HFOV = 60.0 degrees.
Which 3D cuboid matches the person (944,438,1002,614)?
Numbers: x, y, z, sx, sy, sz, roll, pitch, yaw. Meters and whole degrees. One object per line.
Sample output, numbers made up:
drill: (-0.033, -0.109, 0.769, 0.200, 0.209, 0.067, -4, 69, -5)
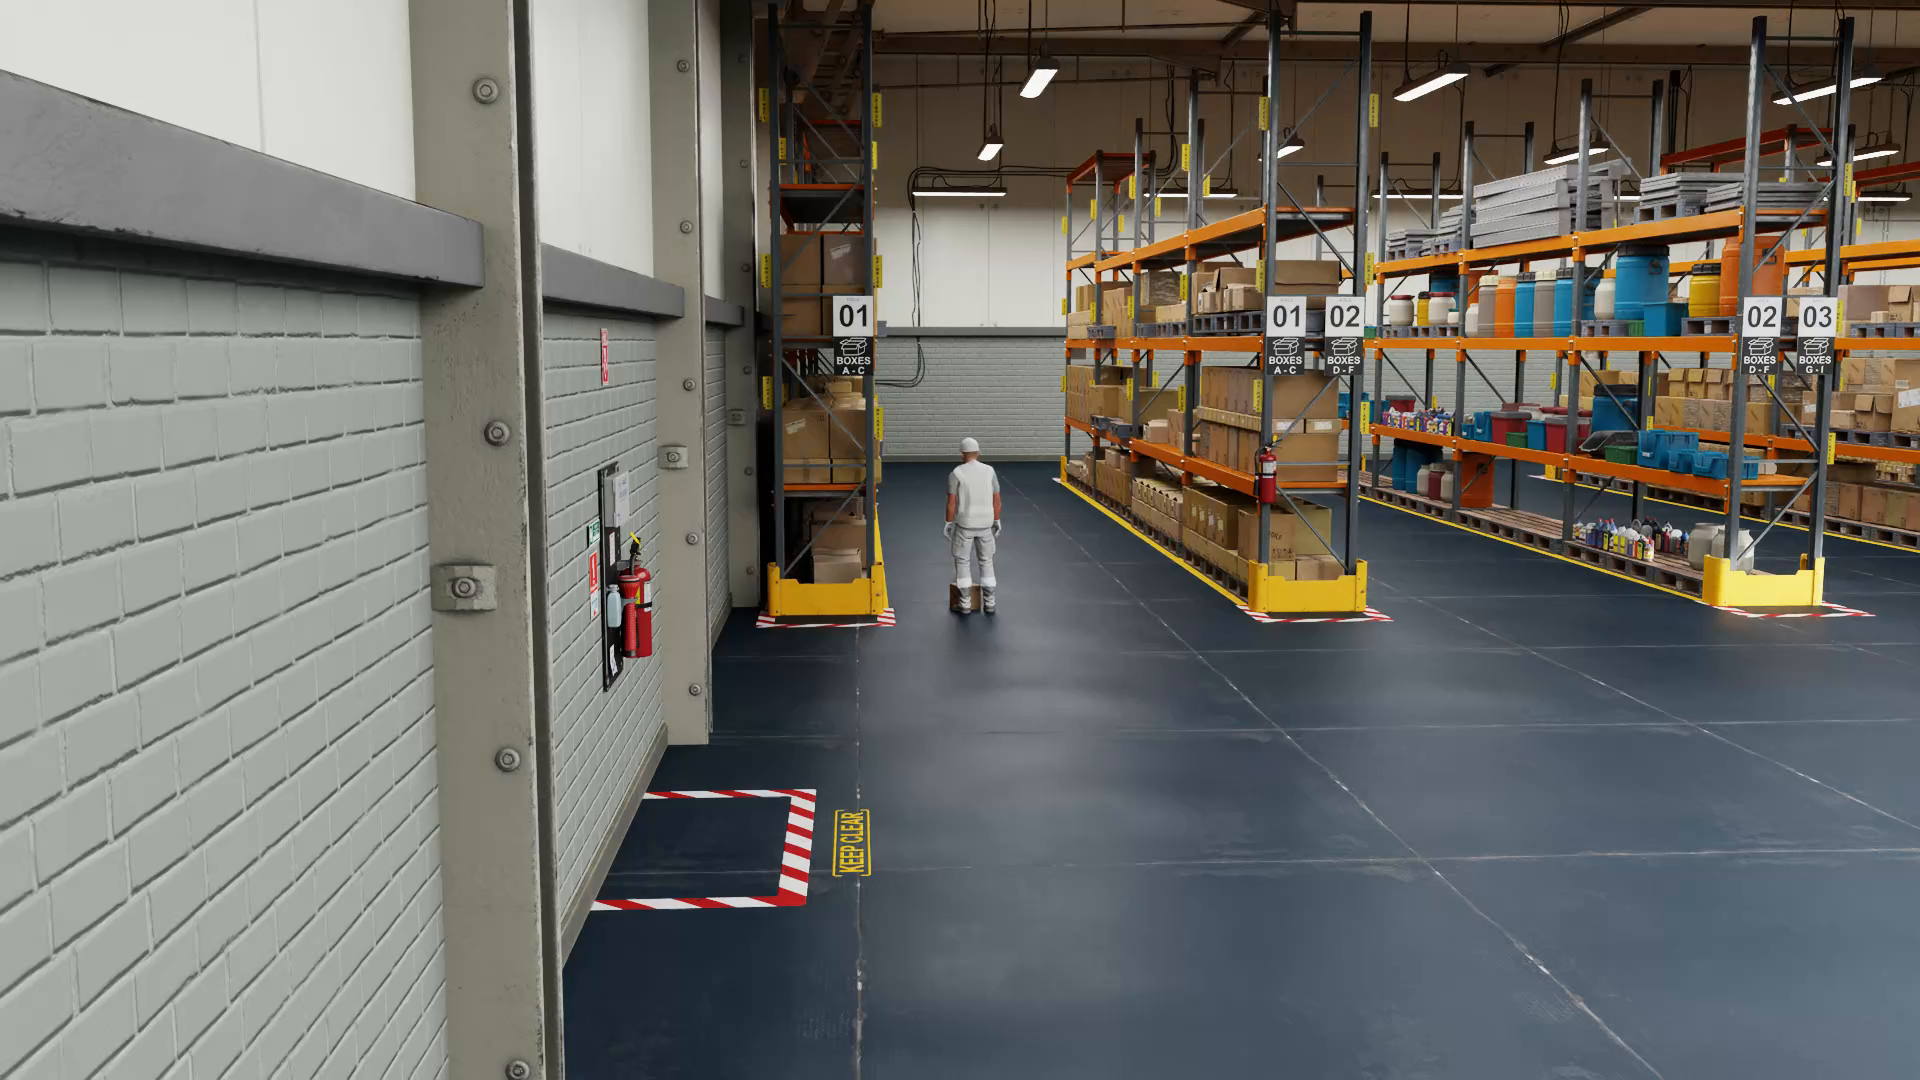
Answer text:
person: (0.133, -0.149, 16.928, 0.609, 1.779, 0.448, -2, 7, -16)
